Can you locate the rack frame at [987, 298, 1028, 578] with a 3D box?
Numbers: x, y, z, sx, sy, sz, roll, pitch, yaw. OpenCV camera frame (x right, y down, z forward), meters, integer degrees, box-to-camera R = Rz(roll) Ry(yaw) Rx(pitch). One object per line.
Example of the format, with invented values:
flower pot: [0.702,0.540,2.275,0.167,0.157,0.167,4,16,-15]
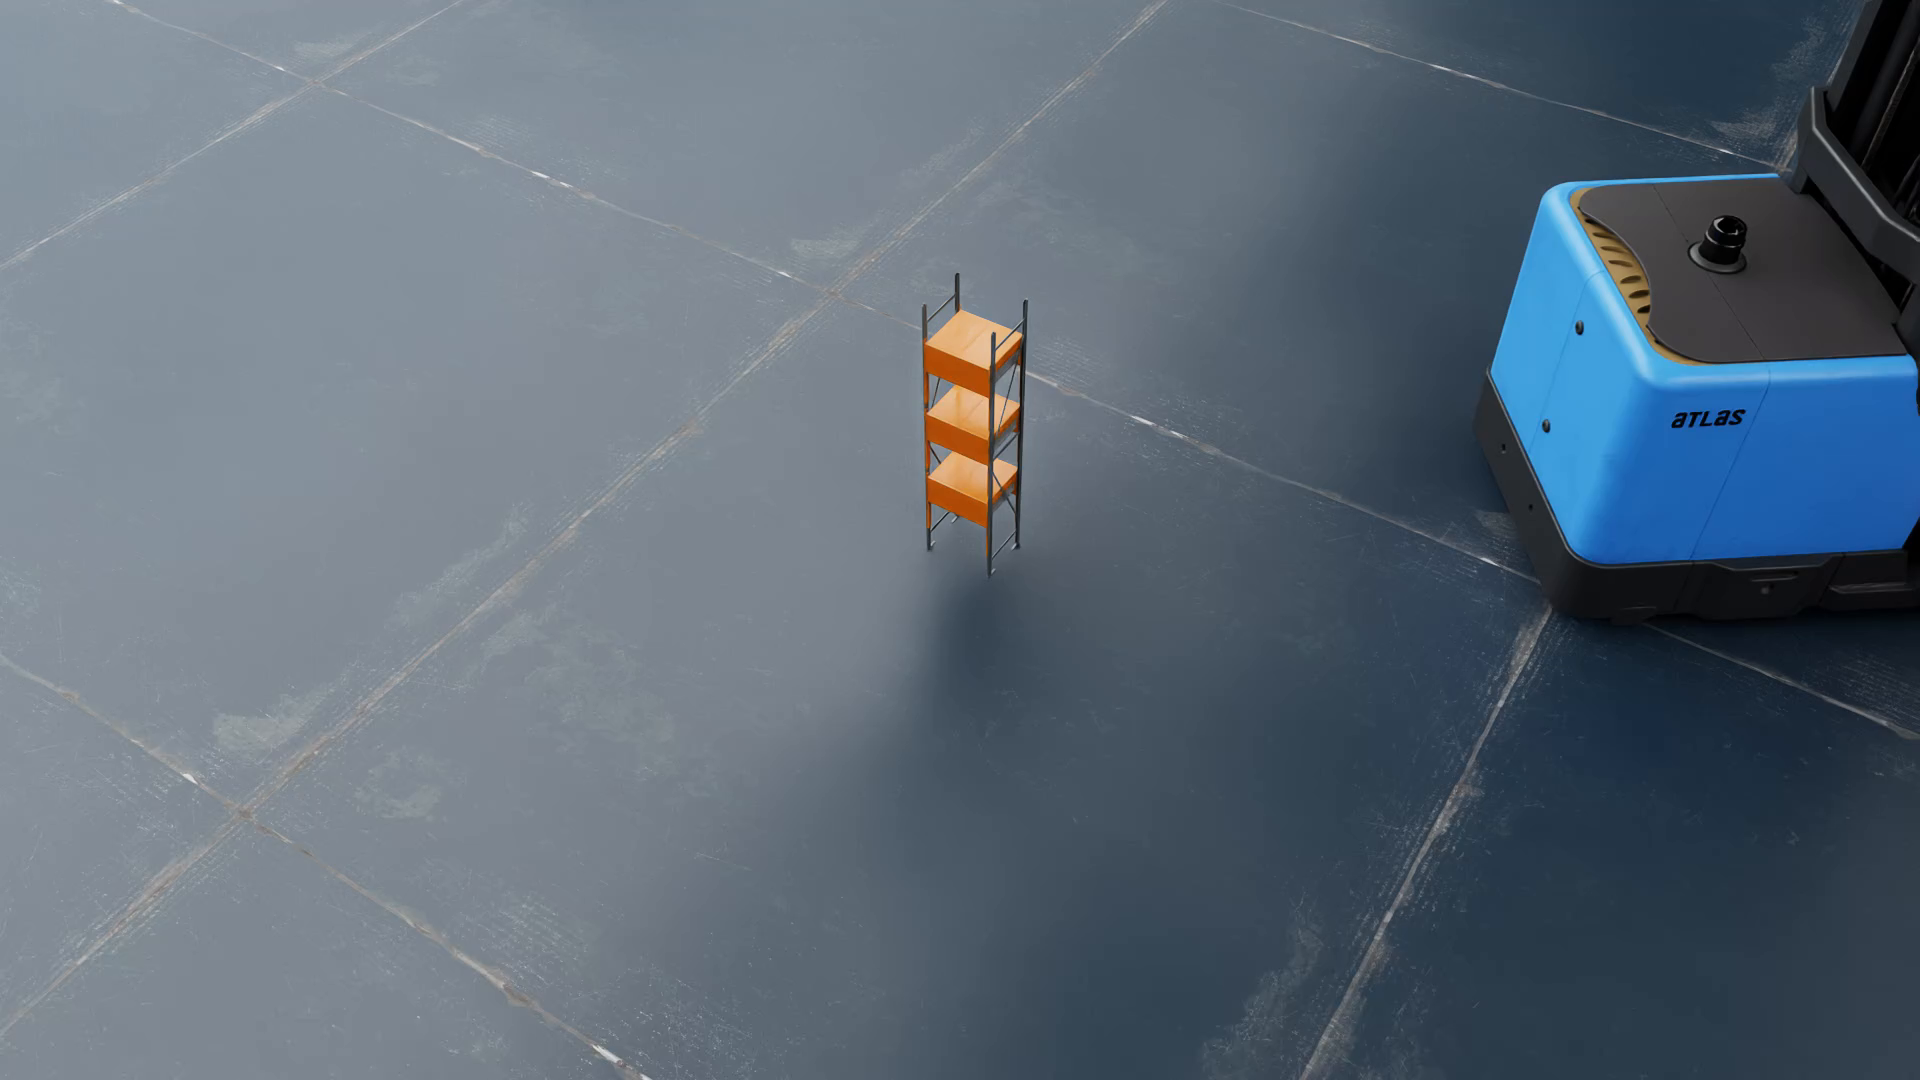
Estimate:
rack frame: [0.148,-0.298,5.307,0.008,1.050,0.200,25,51,22]

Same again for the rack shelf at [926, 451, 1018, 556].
rack shelf: [0.045,-0.144,5.560,0.240,0.259,0.215,25,51,22]

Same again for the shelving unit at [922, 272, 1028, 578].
shelving unit: [0.045,-0.345,5.353,0.252,1.050,0.215,25,51,22]

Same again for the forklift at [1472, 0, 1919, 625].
forklift: [3.408,-1.166,4.839,3.031,2.935,1.130,-3,46,-3]

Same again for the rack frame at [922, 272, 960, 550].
rack frame: [-0.058,-0.392,5.399,0.008,1.050,0.200,25,51,22]

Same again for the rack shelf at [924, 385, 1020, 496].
rack shelf: [0.045,-0.338,5.361,0.240,0.259,0.215,25,51,22]

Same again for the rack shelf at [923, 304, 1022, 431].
rack shelf: [0.045,-0.536,5.157,0.240,0.259,0.215,25,51,22]
